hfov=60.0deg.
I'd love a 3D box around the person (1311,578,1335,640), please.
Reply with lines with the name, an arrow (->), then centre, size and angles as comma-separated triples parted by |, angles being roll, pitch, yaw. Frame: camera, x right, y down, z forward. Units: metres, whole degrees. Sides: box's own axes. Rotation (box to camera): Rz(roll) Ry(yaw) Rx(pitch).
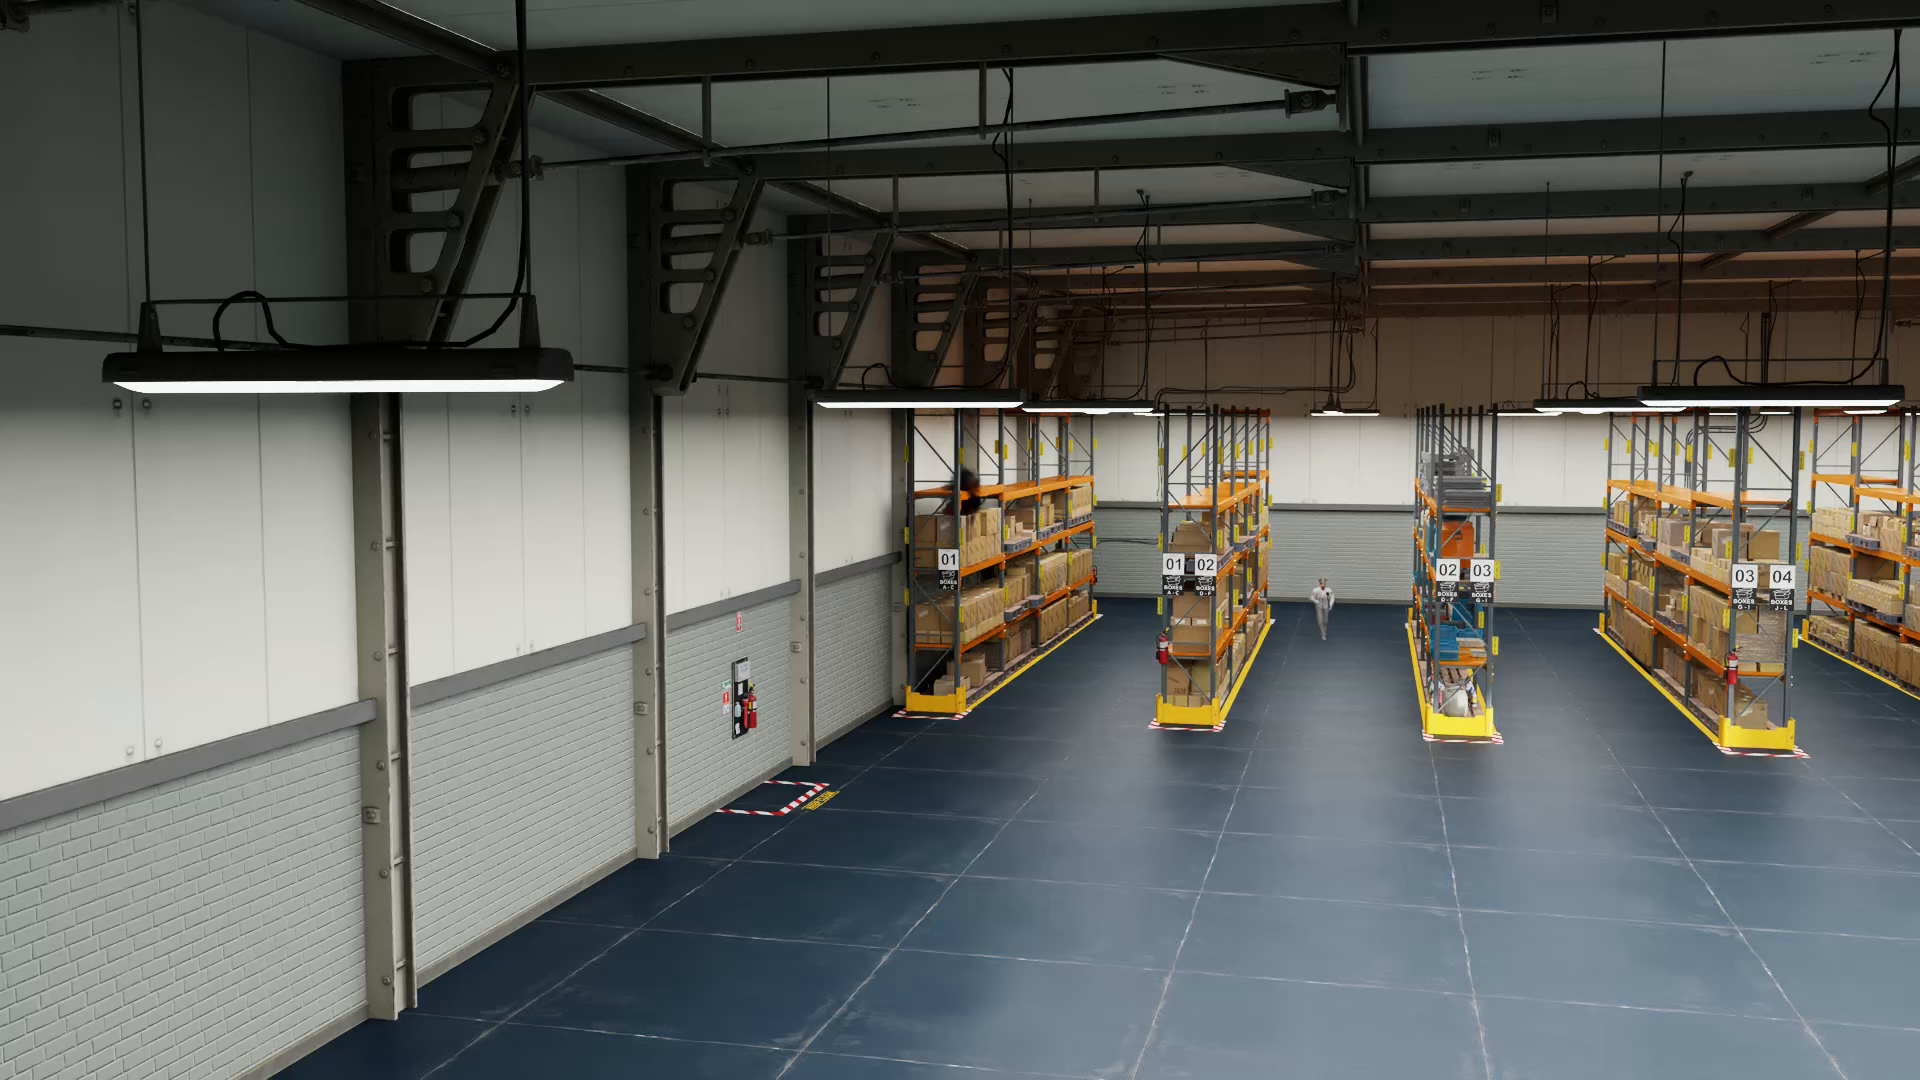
person -> 9.415, 1.782, 43.170 | 0.596, 1.626, 0.688 | 1, 4, 13
